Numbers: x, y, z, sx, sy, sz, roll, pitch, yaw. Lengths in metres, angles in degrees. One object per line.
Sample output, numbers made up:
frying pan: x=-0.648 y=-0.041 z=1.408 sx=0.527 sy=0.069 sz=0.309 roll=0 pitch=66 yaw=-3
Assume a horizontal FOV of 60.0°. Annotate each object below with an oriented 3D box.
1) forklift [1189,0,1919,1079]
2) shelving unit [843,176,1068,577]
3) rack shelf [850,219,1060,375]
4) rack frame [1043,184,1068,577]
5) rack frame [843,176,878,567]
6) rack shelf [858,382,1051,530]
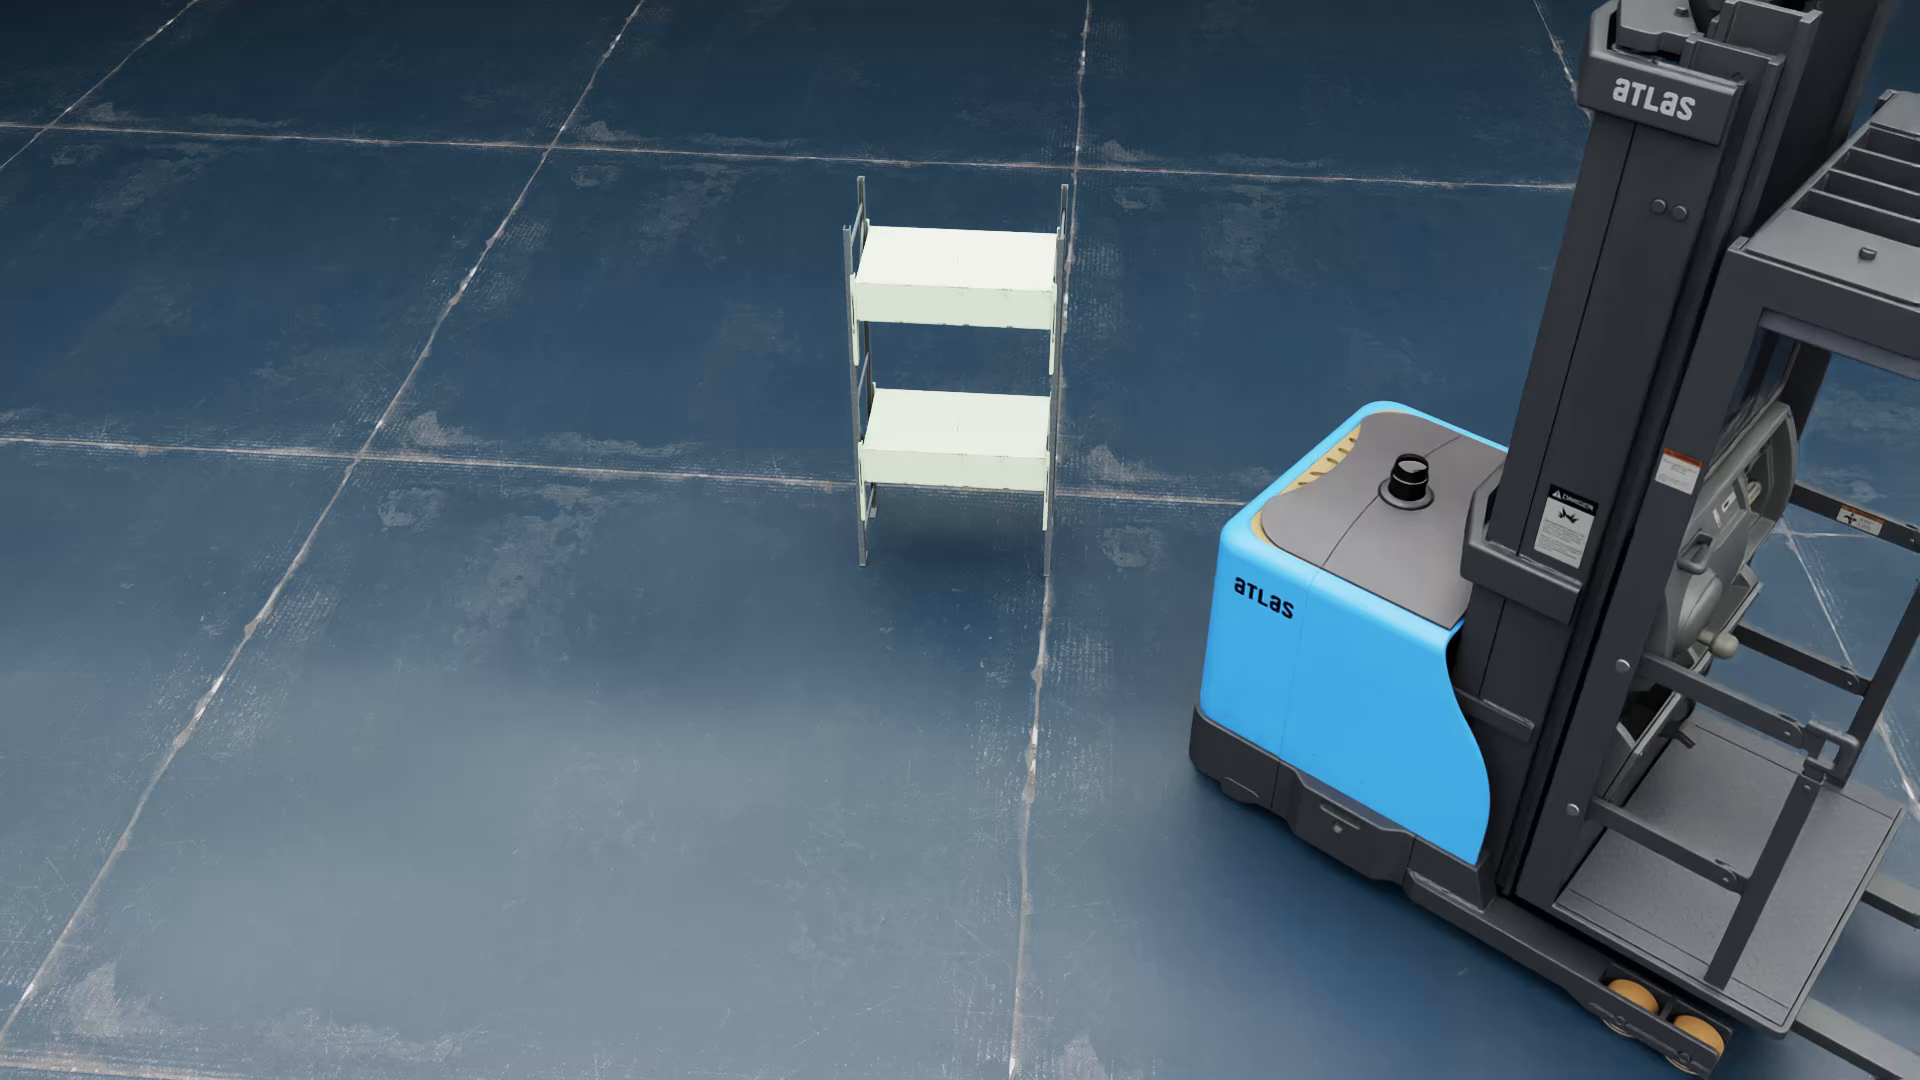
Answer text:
forklift: x=2.236 y=0.034 z=4.386 sx=3.031 sy=2.935 sz=1.130 roll=28 pitch=47 yaw=30
shelving unit: x=-0.007 y=-0.582 z=6.277 sx=0.755 sy=1.500 sz=0.431 roll=3 pitch=39 yaw=4
rack shelf: x=-0.007 y=-0.885 z=6.031 sx=0.720 sy=0.370 sz=0.431 roll=3 pitch=39 yaw=4
rack frame: x=0.358 y=-0.562 z=6.252 sx=0.023 sy=1.500 sz=0.400 roll=3 pitch=39 yaw=4
rack frame: x=-0.371 y=-0.602 z=6.301 sx=0.023 sy=1.500 sz=0.400 roll=3 pitch=39 yaw=4
rack shelf: x=-0.007 y=-0.329 z=6.483 sx=0.720 sy=0.370 sz=0.431 roll=3 pitch=39 yaw=4
